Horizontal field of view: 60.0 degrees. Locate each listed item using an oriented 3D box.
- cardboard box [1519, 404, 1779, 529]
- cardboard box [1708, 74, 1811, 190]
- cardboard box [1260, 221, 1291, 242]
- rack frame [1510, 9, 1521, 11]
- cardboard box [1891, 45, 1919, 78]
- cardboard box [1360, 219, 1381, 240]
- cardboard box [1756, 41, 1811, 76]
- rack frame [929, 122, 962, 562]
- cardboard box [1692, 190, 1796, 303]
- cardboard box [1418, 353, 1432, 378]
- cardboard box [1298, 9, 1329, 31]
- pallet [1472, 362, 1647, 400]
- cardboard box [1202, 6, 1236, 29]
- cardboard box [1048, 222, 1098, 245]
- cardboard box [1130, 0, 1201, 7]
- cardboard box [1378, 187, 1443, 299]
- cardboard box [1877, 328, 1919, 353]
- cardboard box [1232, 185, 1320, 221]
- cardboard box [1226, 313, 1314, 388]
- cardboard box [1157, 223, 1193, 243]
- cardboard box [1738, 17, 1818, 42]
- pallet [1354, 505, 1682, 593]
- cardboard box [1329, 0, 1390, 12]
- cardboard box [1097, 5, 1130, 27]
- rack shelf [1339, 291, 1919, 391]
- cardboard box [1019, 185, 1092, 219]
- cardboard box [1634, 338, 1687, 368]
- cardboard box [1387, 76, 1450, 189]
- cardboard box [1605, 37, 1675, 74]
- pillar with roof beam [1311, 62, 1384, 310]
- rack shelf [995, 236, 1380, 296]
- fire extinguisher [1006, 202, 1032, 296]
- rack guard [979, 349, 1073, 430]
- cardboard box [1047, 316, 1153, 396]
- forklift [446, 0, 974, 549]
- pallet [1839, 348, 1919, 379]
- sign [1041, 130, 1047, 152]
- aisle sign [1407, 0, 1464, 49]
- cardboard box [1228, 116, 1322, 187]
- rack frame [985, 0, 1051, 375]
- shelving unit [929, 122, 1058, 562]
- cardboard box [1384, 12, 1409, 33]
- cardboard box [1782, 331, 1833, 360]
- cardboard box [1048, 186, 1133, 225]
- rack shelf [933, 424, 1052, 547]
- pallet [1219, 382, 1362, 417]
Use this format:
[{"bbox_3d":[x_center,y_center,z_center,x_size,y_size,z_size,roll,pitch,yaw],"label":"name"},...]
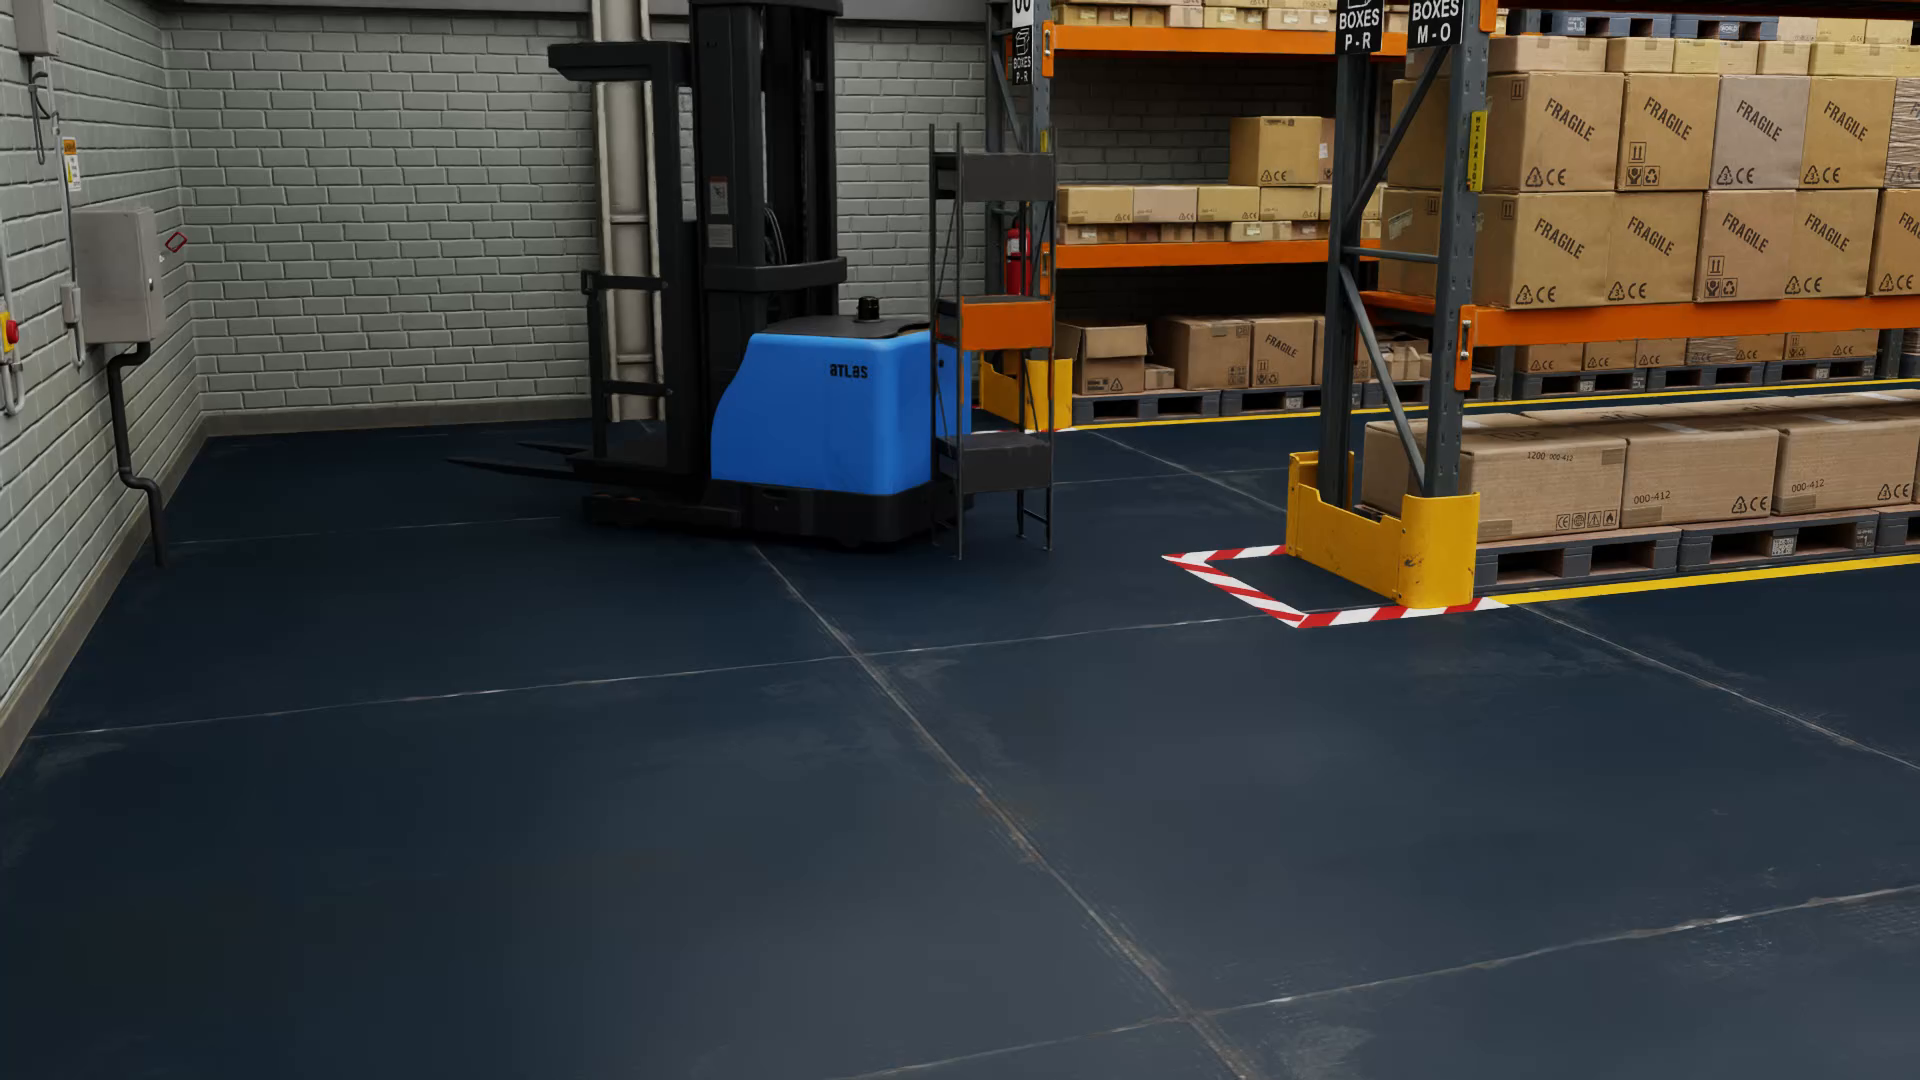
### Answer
[{"bbox_3d":[3.452,-0.389,8.426,0.875,0.438,0.875,-4,14,-17],"label":"cardboard box"},{"bbox_3d":[3.512,-1.879,7.682,0.500,0.500,0.500,-5,14,-18],"label":"cardboard box"},{"bbox_3d":[2.286,-2.330,12.497,0.250,0.149,0.380,-4,14,-17],"label":"cardboard box"},{"bbox_3d":[4.198,-5.593,12.712,0.127,3.000,1.000,-4,14,-18],"label":"rack frame"},{"bbox_3d":[4.363,-2.264,7.901,0.250,0.149,0.380,-5,14,-19],"label":"cardboard box"},{"bbox_3d":[3.008,-2.387,12.738,0.250,0.149,0.380,-5,14,-19],"label":"cardboard box"},{"bbox_3d":[3.653,-2.200,7.631,0.250,0.149,0.380,-4,14,-18],"label":"cardboard box"},{"bbox_3d":[-0.070,-0.958,8.133,0.015,2.100,0.400,-5,14,-21],"label":"rack frame"},{"bbox_3d":[3.499,-1.389,7.786,0.500,0.500,0.500,-5,14,-18],"label":"cardboard box"},{"bbox_3d":[3.764,-1.387,13.244,0.250,0.149,0.380,-5,14,-20],"label":"cardboard box"},{"bbox_3d":[2.502,-3.801,12.199,0.250,0.149,0.380,-4,14,-17],"label":"cardboard box"},{"bbox_3d":[4.957,-1.387,14.016,1.213,0.211,1.003,-4,14,-18],"label":"pallet"},{"bbox_3d":[1.787,-3.746,11.971,0.250,0.149,0.380,-4,14,-18],"label":"cardboard box"},{"bbox_3d":[0.806,-2.222,12.043,0.250,0.149,0.380,-5,14,-18],"label":"cardboard box"},{"bbox_3d":[1.390,-3.926,11.863,0.500,0.250,0.500,-4,14,-17],"label":"cardboard box"},{"bbox_3d":[2.367,-1.434,7.972,0.500,0.500,0.500,-4,14,-18],"label":"cardboard box"},{"bbox_3d":[8.585,-2.062,15.054,0.625,0.625,0.875,-4,14,-16],"label":"cardboard box"},{"bbox_3d":[2.358,-2.544,12.536,0.500,0.250,0.500,-5,14,-20],"label":"cardboard box"},{"bbox_3d":[2.373,-1.464,12.809,0.500,0.500,0.500,-4,14,-17],"label":"cardboard box"},{"bbox_3d":[1.530,-2.283,12.300,0.250,0.149,0.380,-4,14,-16],"label":"cardboard box"},{"bbox_3d":[6.630,-4.191,13.622,0.500,0.250,0.500,-4,14,-18],"label":"cardboard box"},{"bbox_3d":[2.727,-0.011,8.232,1.213,0.211,1.003,-4,14,-18],"label":"pallet"},{"bbox_3d":[2.842,-4.039,12.342,0.500,0.250,0.500,-4,14,-17],"label":"cardboard box"},{"bbox_3d":[1.024,-3.714,11.837,0.250,0.149,0.380,-4,14,-17],"label":"cardboard box"},{"bbox_3d":[3.889,-1.089,8.293,4.000,0.370,1.077,-4,14,-18],"label":"rack shelf"},{"bbox_3d":[0.759,-2.544,12.535,0.500,0.250,0.500,-4,14,-16],"label":"cardboard box"},{"bbox_3d":[5.704,-1.727,13.915,0.500,0.500,0.500,-5,14,-20],"label":"cardboard box"},{"bbox_3d":[2.375,-1.914,7.831,0.500,0.500,0.500,-4,14,-16],"label":"cardboard box"},{"bbox_3d":[2.927,-2.136,7.364,0.250,0.149,0.380,-4,14,-16],"label":"cardboard box"},{"bbox_3d":[4.624,-4.796,9.358,0.400,9.000,9.100,-4,14,-18],"label":"pillar with roof beam"},{"bbox_3d":[2.303,-2.177,12.869,4.000,0.370,1.077,-4,14,-18],"label":"rack shelf"},{"bbox_3d":[0.415,-2.048,11.745,0.183,0.674,0.296,-4,14,-18],"label":"fire extinguisher"},{"bbox_3d":[0.479,-1.169,12.478,0.348,0.500,1.175,-4,14,-18],"label":"rack guard"},{"bbox_3d":[1.017,-1.394,12.508,0.637,0.503,0.797,-5,14,-20],"label":"cardboard box"},{"bbox_3d":[-1.478,-1.594,9.011,3.031,2.935,1.130,6,15,25],"label":"forklift"},{"bbox_3d":[8.782,-1.666,15.189,1.213,0.211,1.003,-4,14,-18],"label":"pallet"},{"bbox_3d":[0.580,-2.682,11.565,0.005,0.325,0.100,-4,14,-18],"label":"sign"},{"bbox_3d":[2.018,-2.487,6.999,0.004,0.787,0.394,-4,14,-18],"label":"aisle sign"},{"bbox_3d":[2.345,-2.901,12.419,0.500,0.500,0.500,-4,14,-17],"label":"cardboard box"},{"bbox_3d":[0.407,-2.380,12.165,0.127,3.000,1.000,-4,14,-18],"label":"rack frame"},{"bbox_3d":[0.158,-0.978,8.219,0.503,2.100,0.431,-5,14,-21],"label":"shelving unit"},{"bbox_3d":[3.227,-3.868,12.484,0.250,0.149,0.380,-5,14,-18],"label":"cardboard box"},{"bbox_3d":[7.180,-1.845,14.413,0.500,0.500,0.500,-5,14,-19],"label":"cardboard box"},{"bbox_3d":[0.923,-2.426,12.040,0.500,0.250,0.500,-4,14,-18],"label":"cardboard box"},{"bbox_3d":[0.158,-0.284,8.384,0.480,0.518,0.431,-5,14,-21],"label":"rack shelf"},{"bbox_3d":[2.389,-1.177,13.134,1.213,0.211,1.003,-4,14,-18],"label":"pallet"}]
